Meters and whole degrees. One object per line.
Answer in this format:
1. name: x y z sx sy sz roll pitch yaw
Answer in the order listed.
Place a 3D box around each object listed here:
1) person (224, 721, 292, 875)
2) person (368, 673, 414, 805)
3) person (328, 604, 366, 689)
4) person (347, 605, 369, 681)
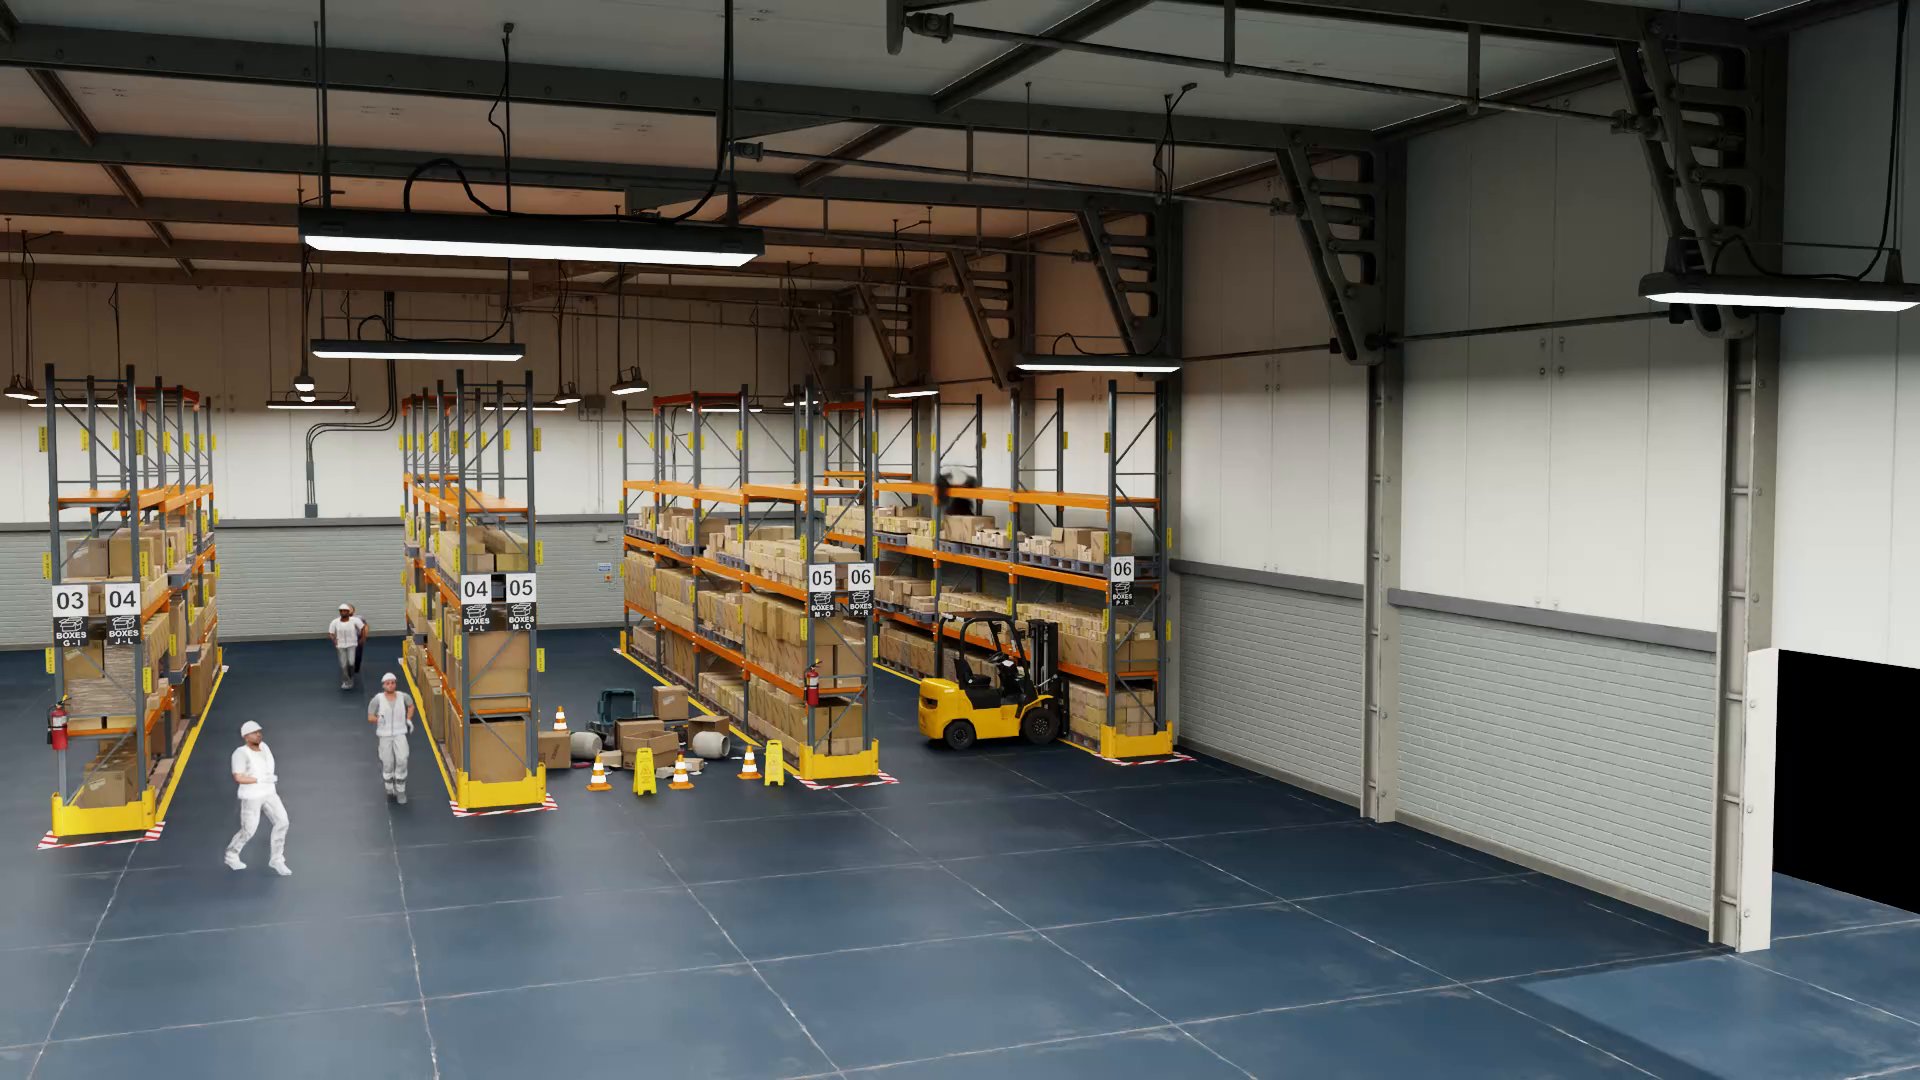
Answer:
1. person: -8.168 2.998 19.311 0.810 1.815 0.686 1 4 20
2. person: -7.906 2.762 23.146 0.630 1.836 0.764 -1 4 -22
3. person: -12.415 2.161 33.647 0.702 1.725 0.617 -1 3 -13
4. person: -12.784 2.168 35.029 0.624 1.618 0.622 -1 3 -15
